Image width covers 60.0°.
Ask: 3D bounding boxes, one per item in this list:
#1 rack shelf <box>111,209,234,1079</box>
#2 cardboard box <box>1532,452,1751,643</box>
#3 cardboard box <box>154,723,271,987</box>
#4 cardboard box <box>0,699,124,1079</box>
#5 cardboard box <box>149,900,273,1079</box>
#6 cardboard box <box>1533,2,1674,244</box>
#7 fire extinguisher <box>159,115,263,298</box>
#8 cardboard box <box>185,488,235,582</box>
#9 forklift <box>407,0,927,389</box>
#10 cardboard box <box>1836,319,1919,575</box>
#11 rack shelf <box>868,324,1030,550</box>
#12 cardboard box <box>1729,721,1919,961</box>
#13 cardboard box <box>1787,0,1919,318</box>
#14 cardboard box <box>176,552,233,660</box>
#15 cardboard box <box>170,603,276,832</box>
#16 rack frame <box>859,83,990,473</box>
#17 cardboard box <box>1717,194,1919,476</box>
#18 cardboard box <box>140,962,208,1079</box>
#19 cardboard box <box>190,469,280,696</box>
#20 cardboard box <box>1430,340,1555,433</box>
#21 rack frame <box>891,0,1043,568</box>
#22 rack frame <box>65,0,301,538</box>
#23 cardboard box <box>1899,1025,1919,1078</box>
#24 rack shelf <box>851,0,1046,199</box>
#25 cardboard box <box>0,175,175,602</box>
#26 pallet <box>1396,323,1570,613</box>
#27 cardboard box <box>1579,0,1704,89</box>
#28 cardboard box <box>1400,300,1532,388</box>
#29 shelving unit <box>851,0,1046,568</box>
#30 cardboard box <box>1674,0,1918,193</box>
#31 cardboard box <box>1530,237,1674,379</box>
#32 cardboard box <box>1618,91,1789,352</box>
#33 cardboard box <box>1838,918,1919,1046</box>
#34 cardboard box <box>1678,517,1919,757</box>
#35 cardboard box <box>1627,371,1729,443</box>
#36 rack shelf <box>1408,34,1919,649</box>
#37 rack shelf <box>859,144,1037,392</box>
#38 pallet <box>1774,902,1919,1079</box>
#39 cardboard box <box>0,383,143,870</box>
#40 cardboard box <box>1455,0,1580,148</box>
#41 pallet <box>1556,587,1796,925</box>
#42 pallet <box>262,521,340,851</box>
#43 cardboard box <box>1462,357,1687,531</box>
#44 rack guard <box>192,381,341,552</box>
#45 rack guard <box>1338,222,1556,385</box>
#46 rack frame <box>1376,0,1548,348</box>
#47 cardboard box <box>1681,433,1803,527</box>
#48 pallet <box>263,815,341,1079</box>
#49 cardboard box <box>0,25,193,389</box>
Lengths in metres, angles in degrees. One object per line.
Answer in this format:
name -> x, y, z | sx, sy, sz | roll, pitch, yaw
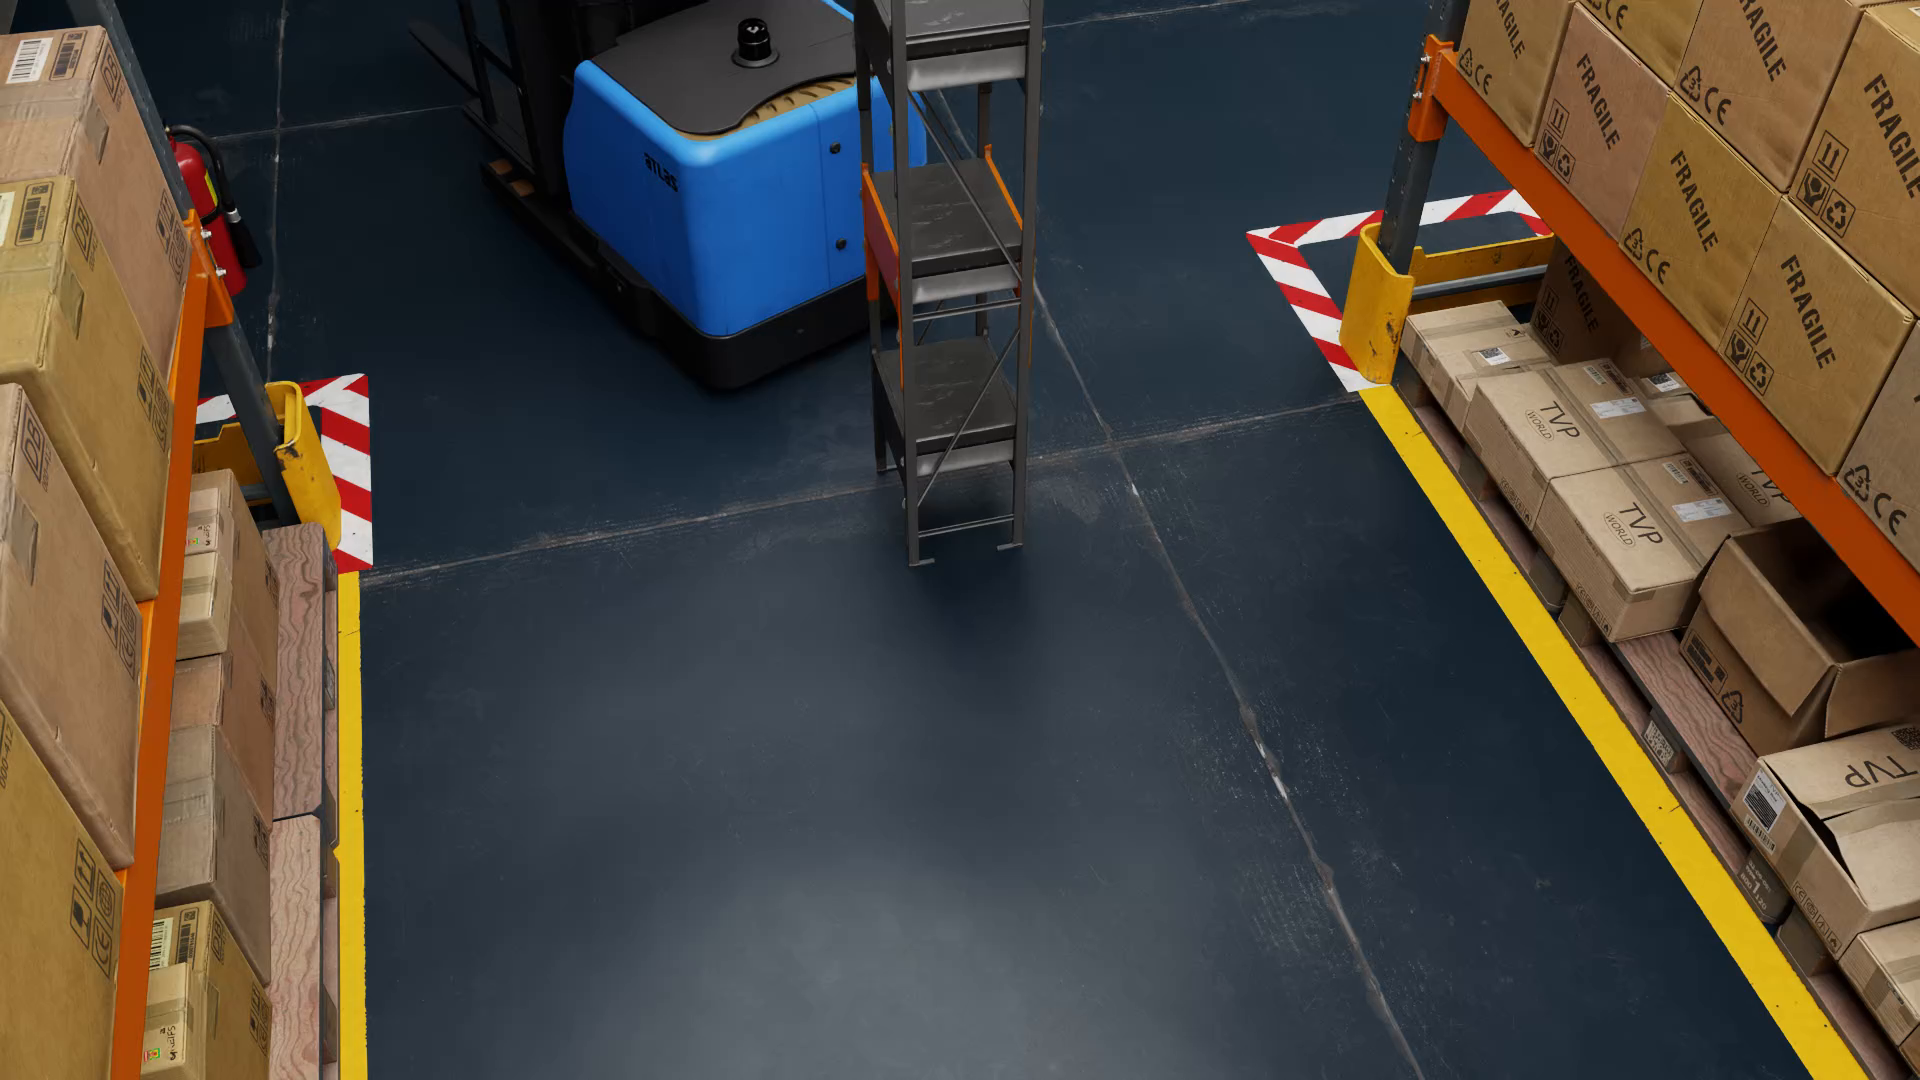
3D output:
rack shelf -> -2.216, 0.632, 3.534 | 1.077, 0.370, 4.000 | -11, 47, -10
cardboard box -> 2.180, 0.017, 5.250 | 0.500, 0.250, 0.500 | -11, 47, -10
cardboard box -> -2.195, 0.885, 4.239 | 0.700, 0.500, 0.500 | -12, 47, -12
cardboard box -> -2.009, 0.773, 2.682 | 0.980, 0.700, 0.700 | -12, 47, -11
cardboard box -> -2.051, 1.251, 3.880 | 0.700, 0.500, 0.500 | -10, 46, -9
cardboard box -> 2.055, -1.234, 4.790 | 0.500, 0.500, 0.500 | -11, 47, -11
fire extinguisher -> -2.321, -1.032, 4.976 | 0.296, 0.674, 0.183 | -11, 47, -10
cardboard box -> -2.243, 0.020, 4.632 | 0.380, 0.149, 0.250 | -11, 47, -11
forklift -> -1.408, -2.590, 6.236 | 1.130, 2.935, 3.031 | -29, 52, -25
cardboard box -> 2.440, -0.191, 3.767 | 0.500, 0.500, 0.500 | -10, 46, -9
rack shelf -> -0.042, -0.350, 5.622 | 0.431, 0.518, 0.480 | -11, 47, -10
cardboard box -> 2.471, 0.780, 4.460 | 0.500, 0.311, 0.500 | -11, 47, -10
cardboard box -> 2.313, -0.883, 3.745 | 0.500, 0.500, 0.500 | -11, 47, -11
cardboard box -> -2.177, 0.197, 4.459 | 0.380, 0.149, 0.250 | -10, 46, -9
cardboard box -> -2.324, 0.537, 4.579 | 0.700, 0.500, 0.500 | -11, 47, -10
rack frame -> -0.105, -1.018, 5.277 | 0.400, 2.100, 0.015 | -11, 47, -10
cardboard box -> 2.307, -0.542, 4.111 | 0.500, 0.500, 0.500 | -10, 46, -10
cardboard box -> -1.842, 1.096, 3.577 | 0.380, 0.149, 0.250 | -12, 47, -11
cardboard box -> -2.452, 0.192, 4.918 | 0.700, 0.500, 0.500 | -11, 47, -10
cardboard box -> 1.898, -0.547, 5.862 | 0.380, 0.166, 0.250 | -11, 47, -10
rack frame -> 0.020, -0.681, 4.947 | 0.400, 2.100, 0.015 | -11, 47, -10
rack frame -> -2.728, -1.001, 4.631 | 1.000, 3.000, 0.127 | -11, 47, -10
cardboard box -> 2.663, 1.232, 3.885 | 0.500, 0.500, 0.500 | -11, 47, -10
rack shelf -> -0.042, -1.330, 4.622 | 0.431, 0.518, 0.480 | -11, 47, -10
cardboard box -> -2.391, -0.255, 3.690 | 0.980, 0.700, 0.700 | -11, 47, -11
pallet -> 2.284, -0.330, 5.926 | 1.003, 0.211, 1.213 | -11, 47, -10
cardboard box -> 2.059, -1.580, 4.428 | 0.500, 0.500, 0.500 | -10, 46, -10
cardboard box -> 1.834, -0.713, 6.037 | 0.380, 0.149, 0.250 | -11, 47, -10
shelving unit -> -0.042, -0.849, 5.112 | 0.431, 2.100, 0.503 | -11, 47, -10
cardboard box -> 2.183, -1.234, 4.089 | 0.500, 0.500, 0.500 | -10, 46, -10
cardboard box -> 2.437, -0.858, 5.933 | 0.500, 0.500, 0.500 | -11, 47, -10
cardboard box -> 2.181, -0.887, 4.449 | 0.500, 0.500, 0.500 | -11, 47, -10
cardboard box -> 2.509, 1.107, 4.253 | 0.380, 0.149, 0.250 | -11, 47, -10
cardboard box -> 2.597, 0.276, 4.819 | 0.797, 0.503, 0.637 | -11, 47, -10
cardboard box -> 2.453, -0.445, 5.762 | 0.380, 0.166, 0.250 | -11, 47, -10
rack shelf -> 2.571, -0.277, 4.425 | 1.077, 0.370, 4.000 | -11, 47, -10
rack shelf -> -0.042, -0.840, 5.122 | 0.431, 0.518, 0.480 | -11, 47, -10
pallet -> 2.908, 1.354, 4.275 | 1.003, 0.211, 1.213 | -11, 47, -10
cardboard box -> -2.205, 0.273, 3.173 | 0.980, 0.700, 0.700 | -13, 47, -12
cardboard box -> 1.918, -1.590, 5.138 | 0.500, 0.500, 0.500 | -10, 46, -9
pallet -> 2.593, 0.510, 5.102 | 1.003, 0.211, 1.213 | -11, 47, -10
pallet -> -2.448, 0.513, 5.100 | 1.003, 0.211, 1.213 | -11, 47, -10
cardboard box -> 2.052, -0.328, 5.589 | 0.500, 0.250, 0.500 | -11, 47, -10
rack guard -> -2.734, -0.143, 5.540 | 1.175, 0.500, 0.348 | -11, 47, -10
rack guard -> 2.079, -0.982, 6.362 | 1.175, 0.500, 0.348 | -11, 47, -10
rack frame -> 2.059, -1.909, 5.521 | 1.000, 3.000, 0.127 | -11, 47, -10
cardboard box -> 2.651, -0.109, 5.374 | 0.500, 0.250, 0.500 | -11, 47, -10
pallet -> -2.139, 1.354, 4.276 | 1.003, 0.211, 1.213 | -11, 47, -10
cardboard box -> -2.588, -0.756, 4.180 | 0.980, 0.700, 0.700 | -9, 46, -9
